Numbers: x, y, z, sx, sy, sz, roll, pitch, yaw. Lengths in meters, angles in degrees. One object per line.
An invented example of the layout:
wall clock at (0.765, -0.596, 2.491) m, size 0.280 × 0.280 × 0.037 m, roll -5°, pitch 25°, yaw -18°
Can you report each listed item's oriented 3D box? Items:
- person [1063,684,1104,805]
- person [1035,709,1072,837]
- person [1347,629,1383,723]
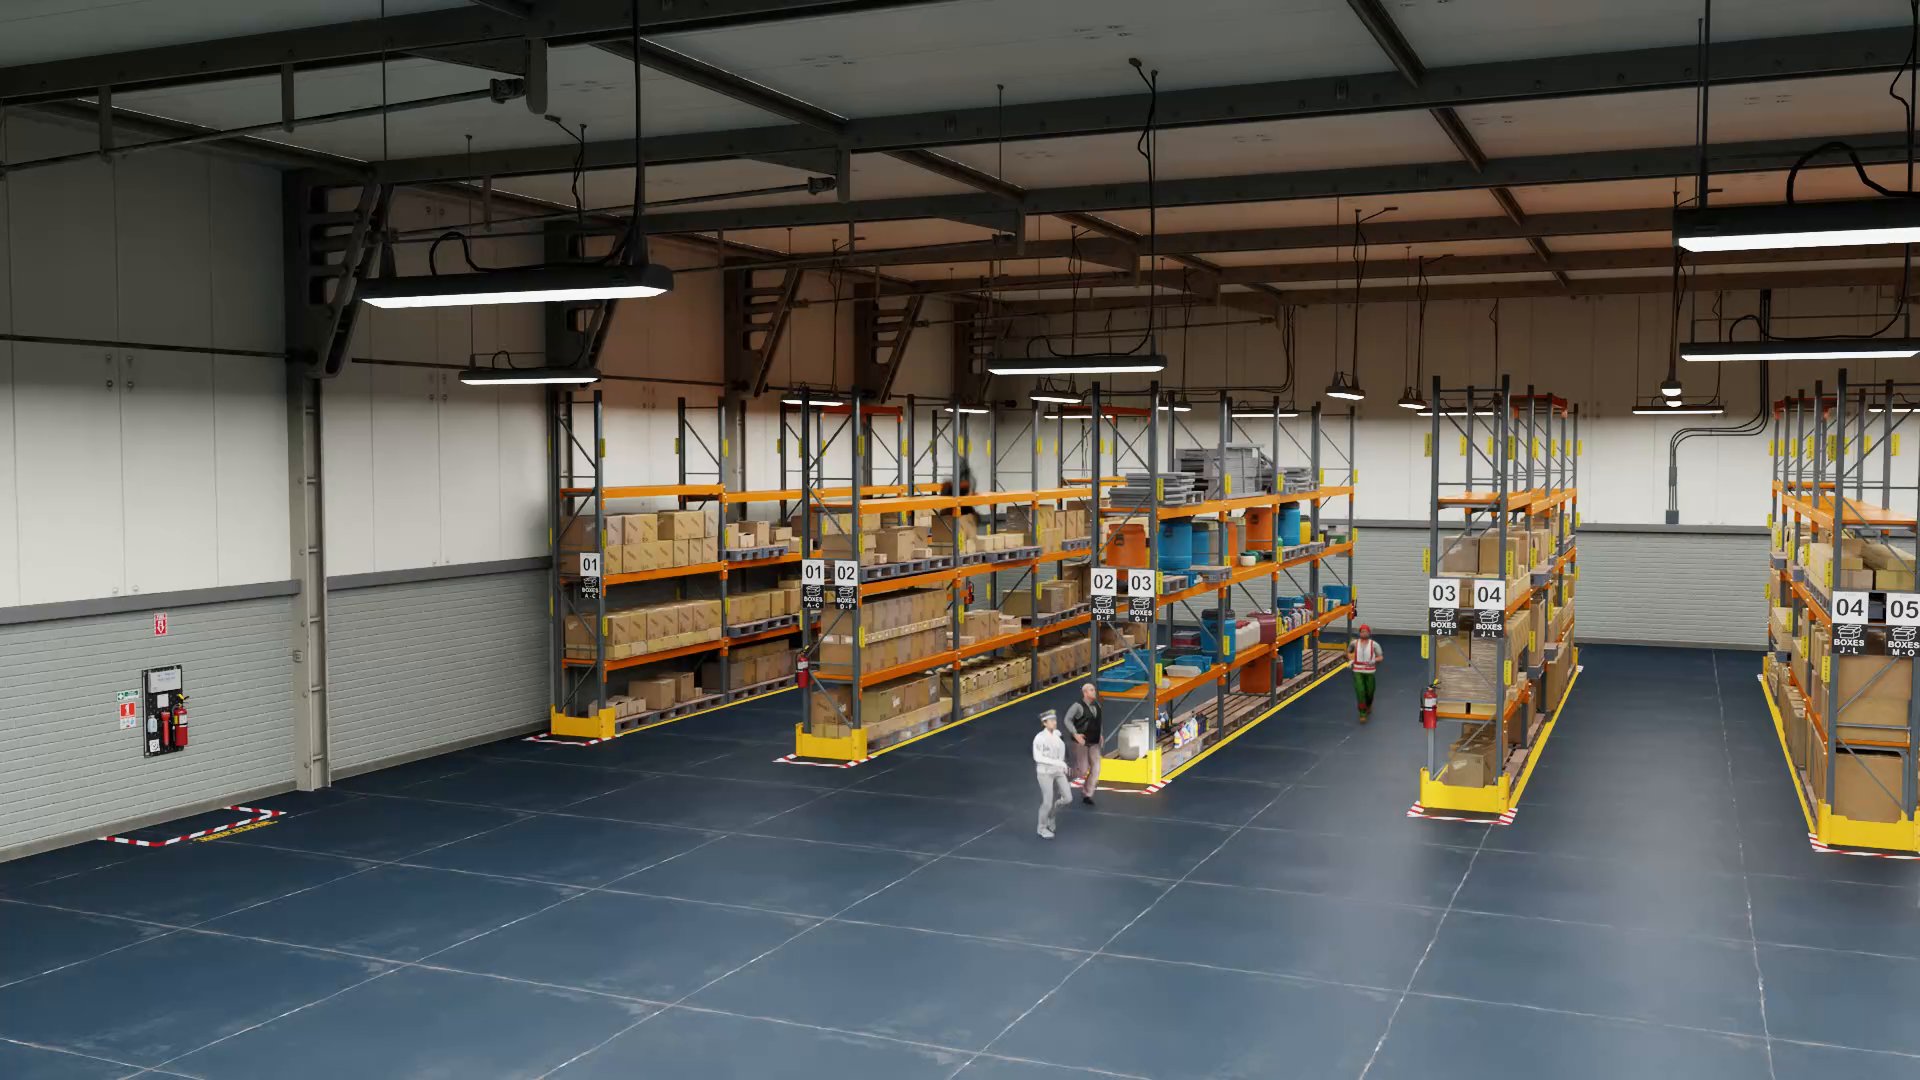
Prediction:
person at (1.770, 2.871, 23.573) m, size 0.619 × 1.680 × 0.716 m, roll -3°, pitch 4°, yaw -39°
person at (1.175, 2.990, 21.303) m, size 0.367 × 1.660 × 0.522 m, roll -2°, pitch 4°, yaw -38°
person at (7.390, 2.451, 30.399) m, size 0.655 × 1.719 × 0.906 m, roll 1°, pitch 3°, yaw 16°
